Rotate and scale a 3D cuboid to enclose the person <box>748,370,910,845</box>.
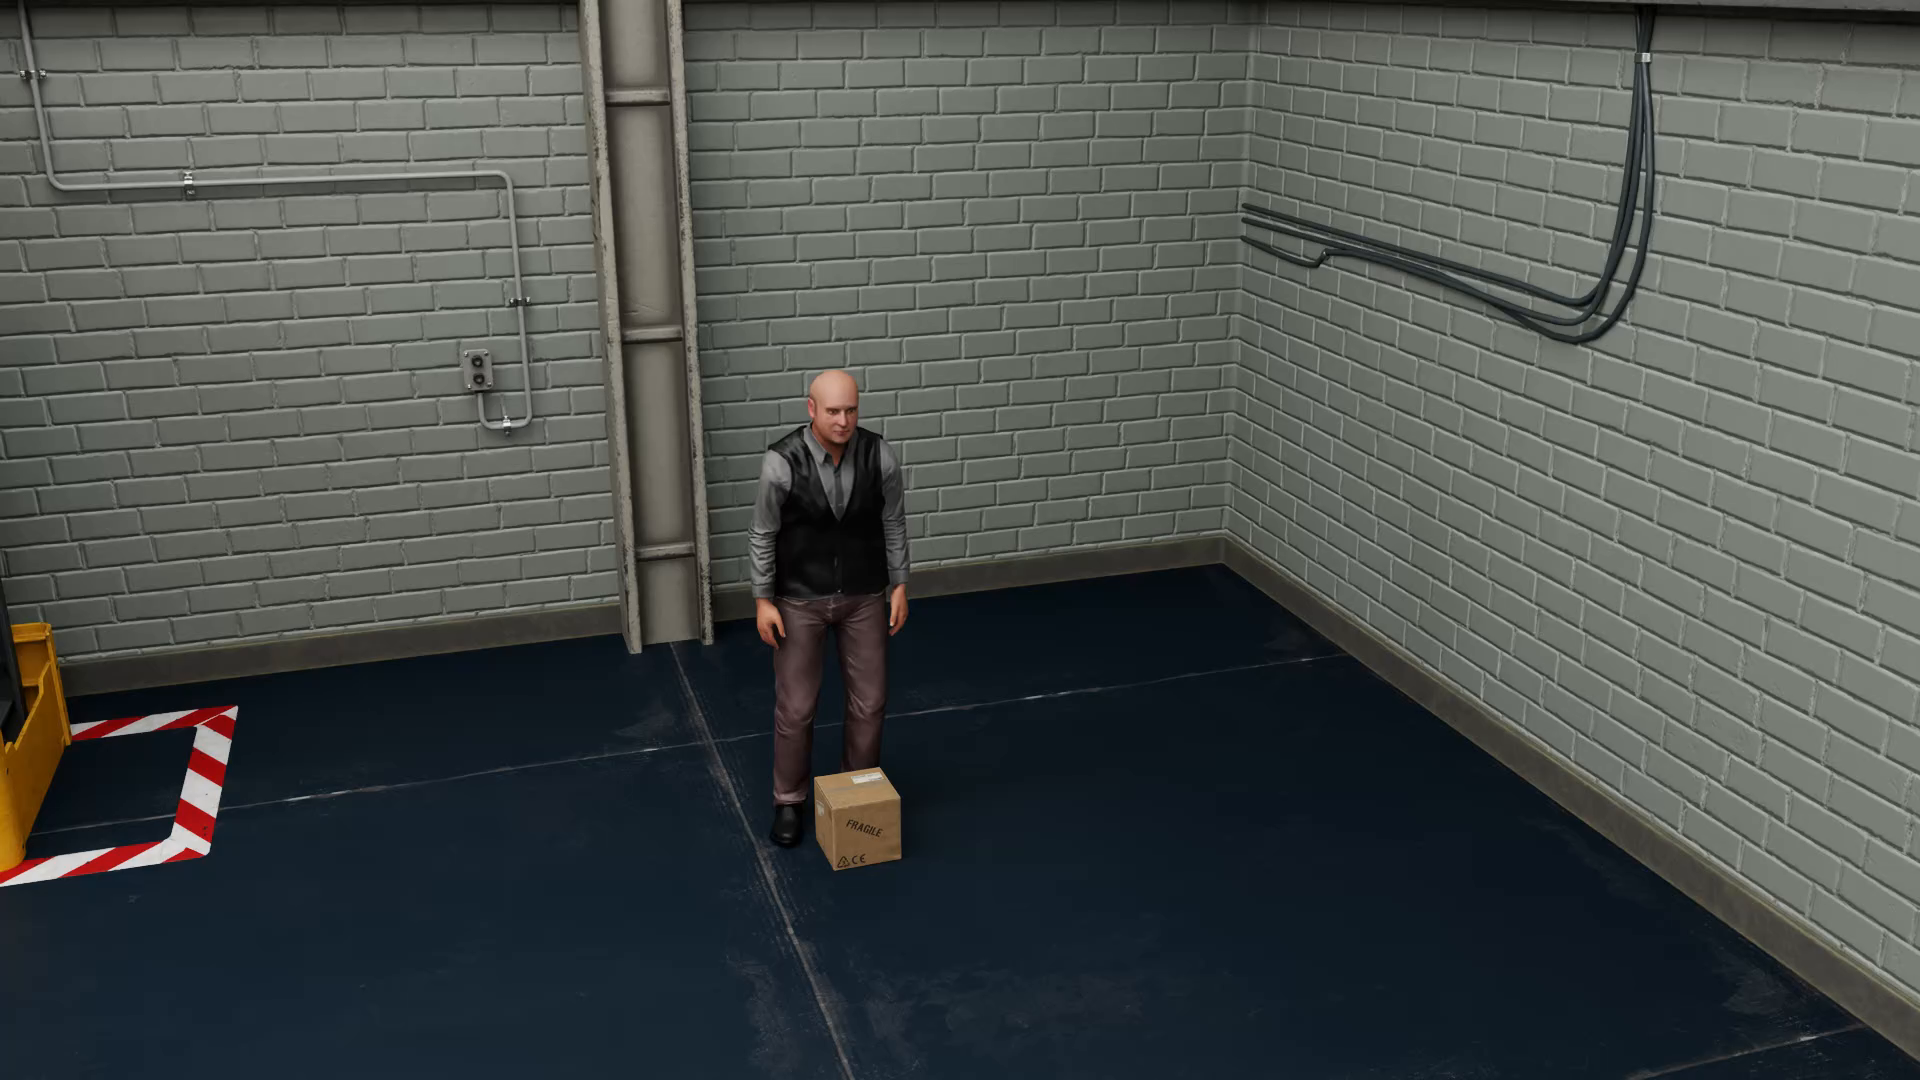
[{"bbox_3d":[-0.458,0.225,5.953,0.580,1.721,0.460,-6,20,-17],"label":"person"}]
